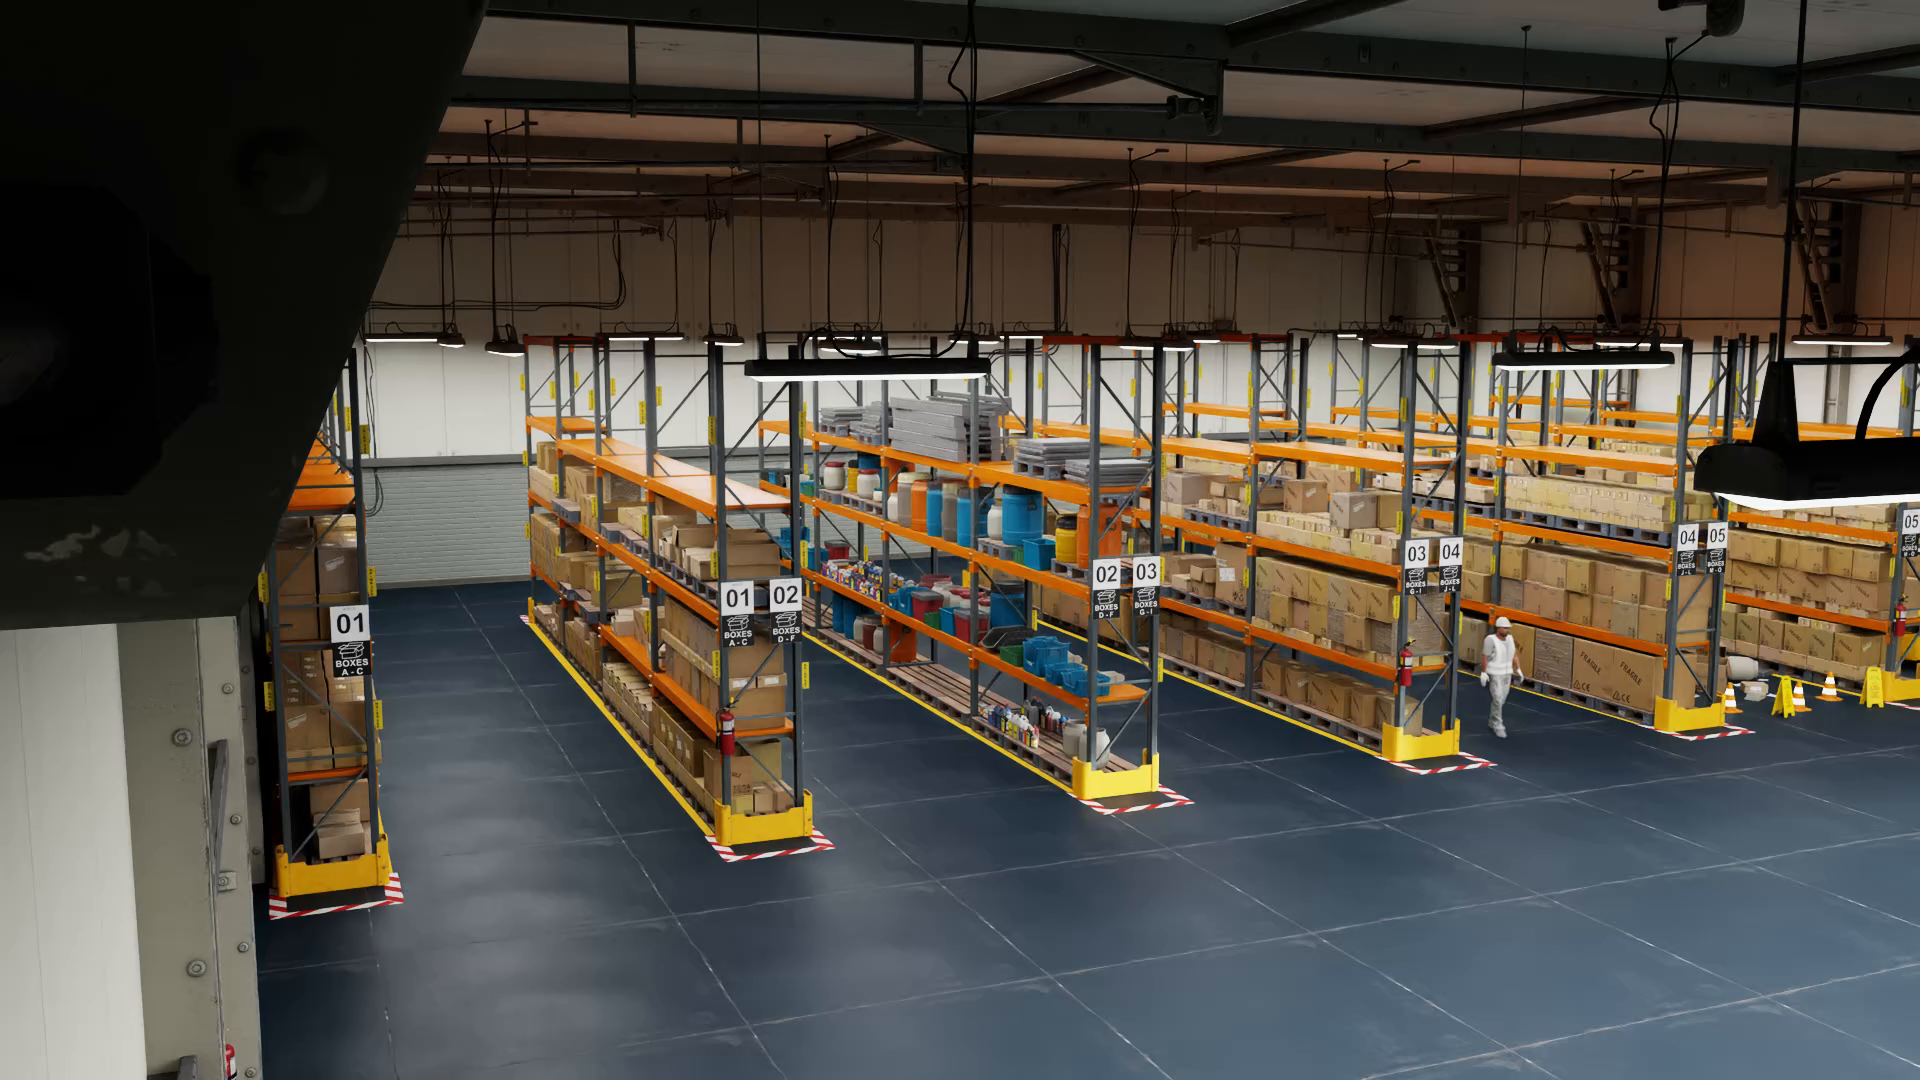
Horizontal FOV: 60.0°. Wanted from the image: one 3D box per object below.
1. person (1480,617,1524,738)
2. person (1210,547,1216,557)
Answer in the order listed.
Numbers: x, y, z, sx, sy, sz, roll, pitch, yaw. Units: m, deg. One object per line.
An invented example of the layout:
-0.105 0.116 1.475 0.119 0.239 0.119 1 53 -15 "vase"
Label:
8.293 2.084 25.459 0.613 1.826 0.564 -4 8 -26 "person"
6.892 -0.430 44.280 0.519 1.752 1.012 7 10 40 "person"
